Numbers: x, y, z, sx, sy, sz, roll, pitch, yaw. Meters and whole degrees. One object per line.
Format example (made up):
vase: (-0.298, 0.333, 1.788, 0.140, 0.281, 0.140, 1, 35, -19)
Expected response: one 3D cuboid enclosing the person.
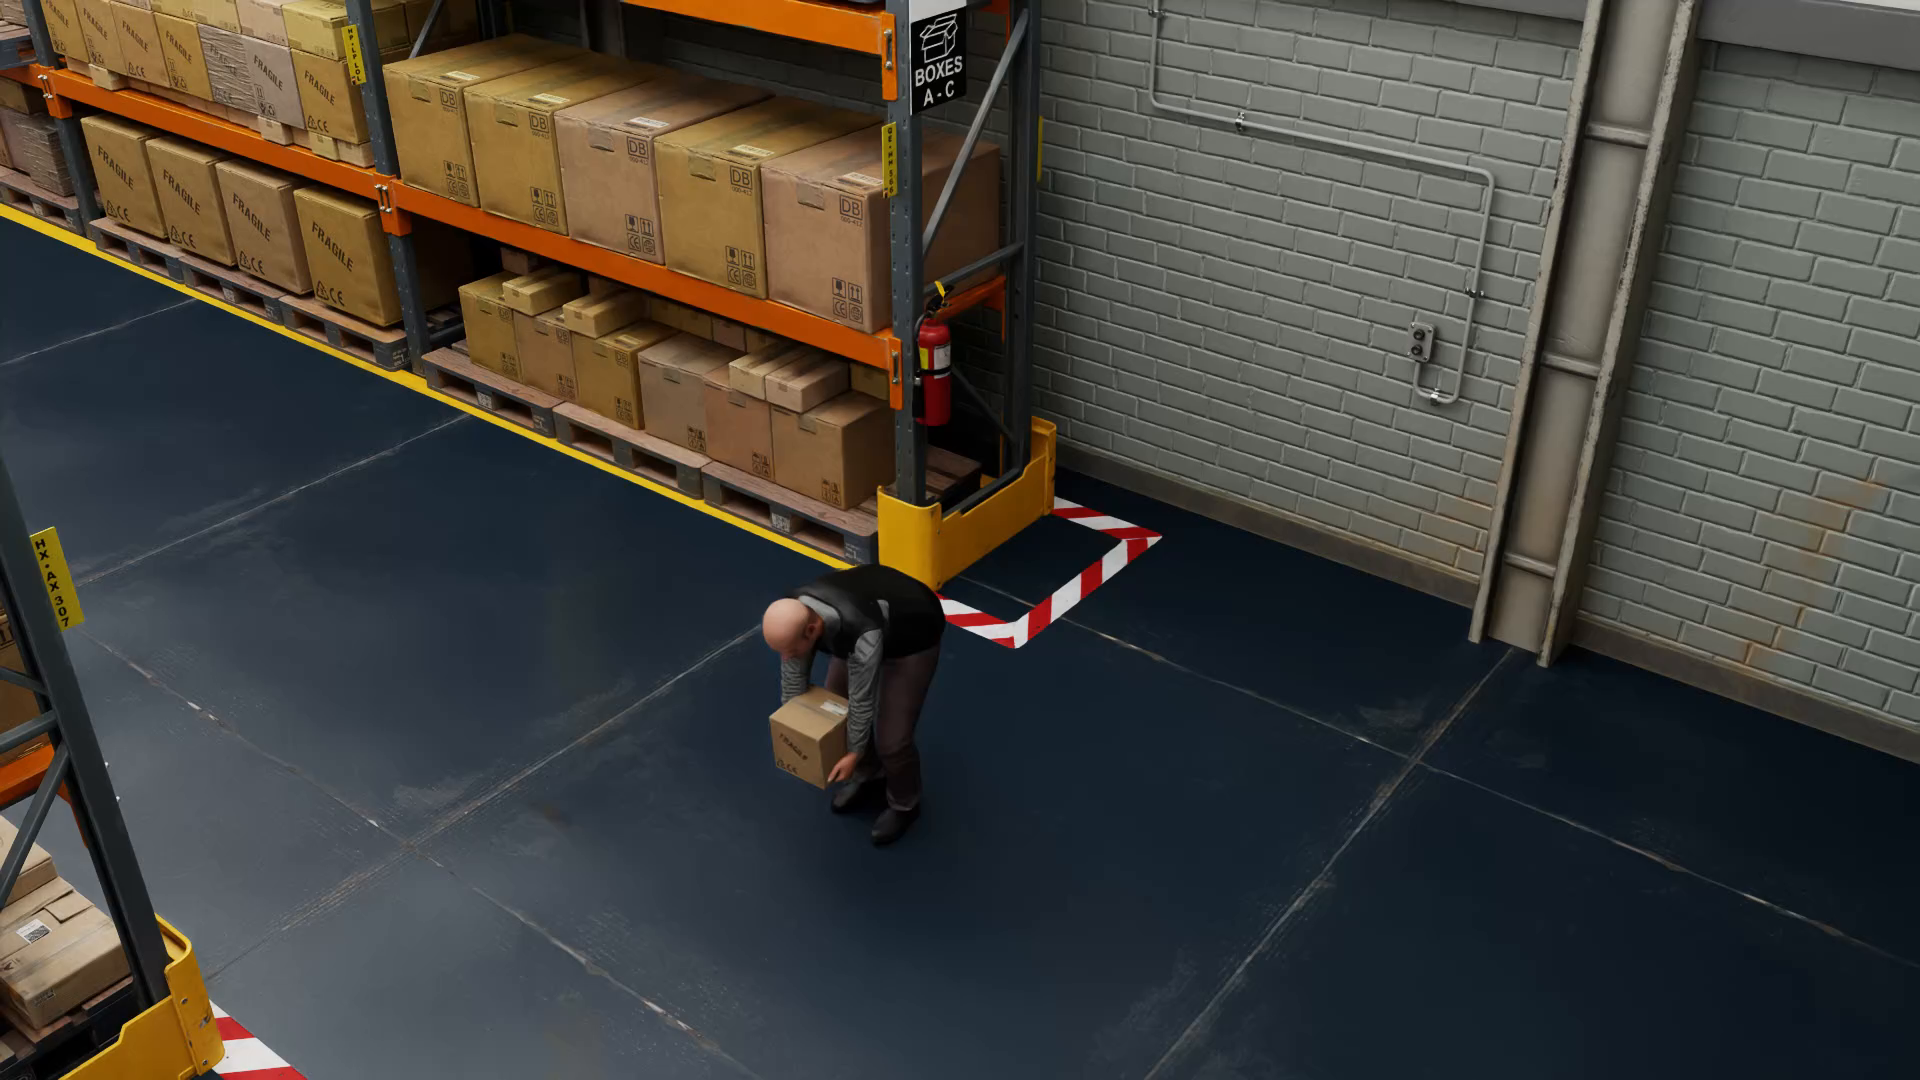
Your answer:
person: (-0.423, 0.636, 6.491, 0.474, 1.310, 0.896, 20, 36, 30)
